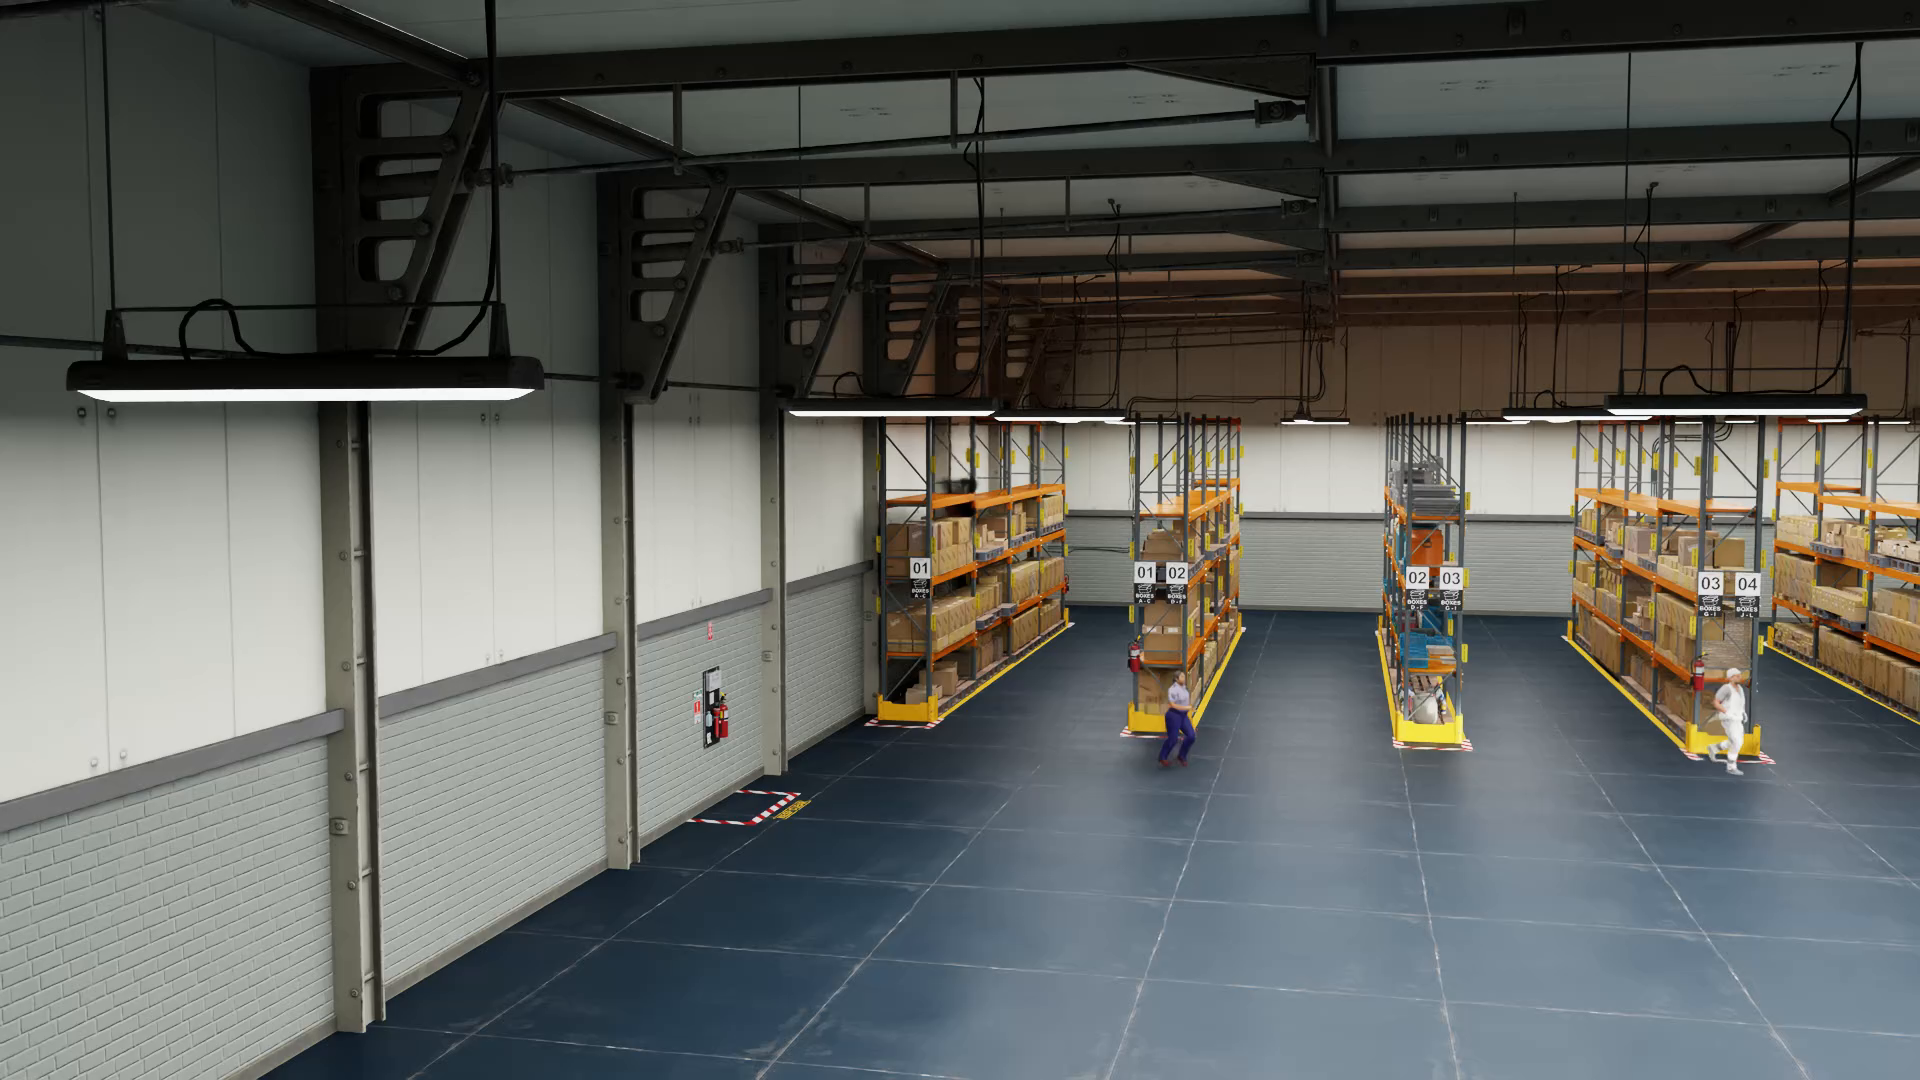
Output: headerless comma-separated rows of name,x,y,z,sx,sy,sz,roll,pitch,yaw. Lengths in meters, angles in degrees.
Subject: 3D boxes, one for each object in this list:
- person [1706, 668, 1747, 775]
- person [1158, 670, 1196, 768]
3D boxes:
person,12.794,2.992,27.706,0.703,1.748,0.702,-3,5,-34
person,3.674,3.033,27.950,0.709,1.702,0.604,3,5,39
